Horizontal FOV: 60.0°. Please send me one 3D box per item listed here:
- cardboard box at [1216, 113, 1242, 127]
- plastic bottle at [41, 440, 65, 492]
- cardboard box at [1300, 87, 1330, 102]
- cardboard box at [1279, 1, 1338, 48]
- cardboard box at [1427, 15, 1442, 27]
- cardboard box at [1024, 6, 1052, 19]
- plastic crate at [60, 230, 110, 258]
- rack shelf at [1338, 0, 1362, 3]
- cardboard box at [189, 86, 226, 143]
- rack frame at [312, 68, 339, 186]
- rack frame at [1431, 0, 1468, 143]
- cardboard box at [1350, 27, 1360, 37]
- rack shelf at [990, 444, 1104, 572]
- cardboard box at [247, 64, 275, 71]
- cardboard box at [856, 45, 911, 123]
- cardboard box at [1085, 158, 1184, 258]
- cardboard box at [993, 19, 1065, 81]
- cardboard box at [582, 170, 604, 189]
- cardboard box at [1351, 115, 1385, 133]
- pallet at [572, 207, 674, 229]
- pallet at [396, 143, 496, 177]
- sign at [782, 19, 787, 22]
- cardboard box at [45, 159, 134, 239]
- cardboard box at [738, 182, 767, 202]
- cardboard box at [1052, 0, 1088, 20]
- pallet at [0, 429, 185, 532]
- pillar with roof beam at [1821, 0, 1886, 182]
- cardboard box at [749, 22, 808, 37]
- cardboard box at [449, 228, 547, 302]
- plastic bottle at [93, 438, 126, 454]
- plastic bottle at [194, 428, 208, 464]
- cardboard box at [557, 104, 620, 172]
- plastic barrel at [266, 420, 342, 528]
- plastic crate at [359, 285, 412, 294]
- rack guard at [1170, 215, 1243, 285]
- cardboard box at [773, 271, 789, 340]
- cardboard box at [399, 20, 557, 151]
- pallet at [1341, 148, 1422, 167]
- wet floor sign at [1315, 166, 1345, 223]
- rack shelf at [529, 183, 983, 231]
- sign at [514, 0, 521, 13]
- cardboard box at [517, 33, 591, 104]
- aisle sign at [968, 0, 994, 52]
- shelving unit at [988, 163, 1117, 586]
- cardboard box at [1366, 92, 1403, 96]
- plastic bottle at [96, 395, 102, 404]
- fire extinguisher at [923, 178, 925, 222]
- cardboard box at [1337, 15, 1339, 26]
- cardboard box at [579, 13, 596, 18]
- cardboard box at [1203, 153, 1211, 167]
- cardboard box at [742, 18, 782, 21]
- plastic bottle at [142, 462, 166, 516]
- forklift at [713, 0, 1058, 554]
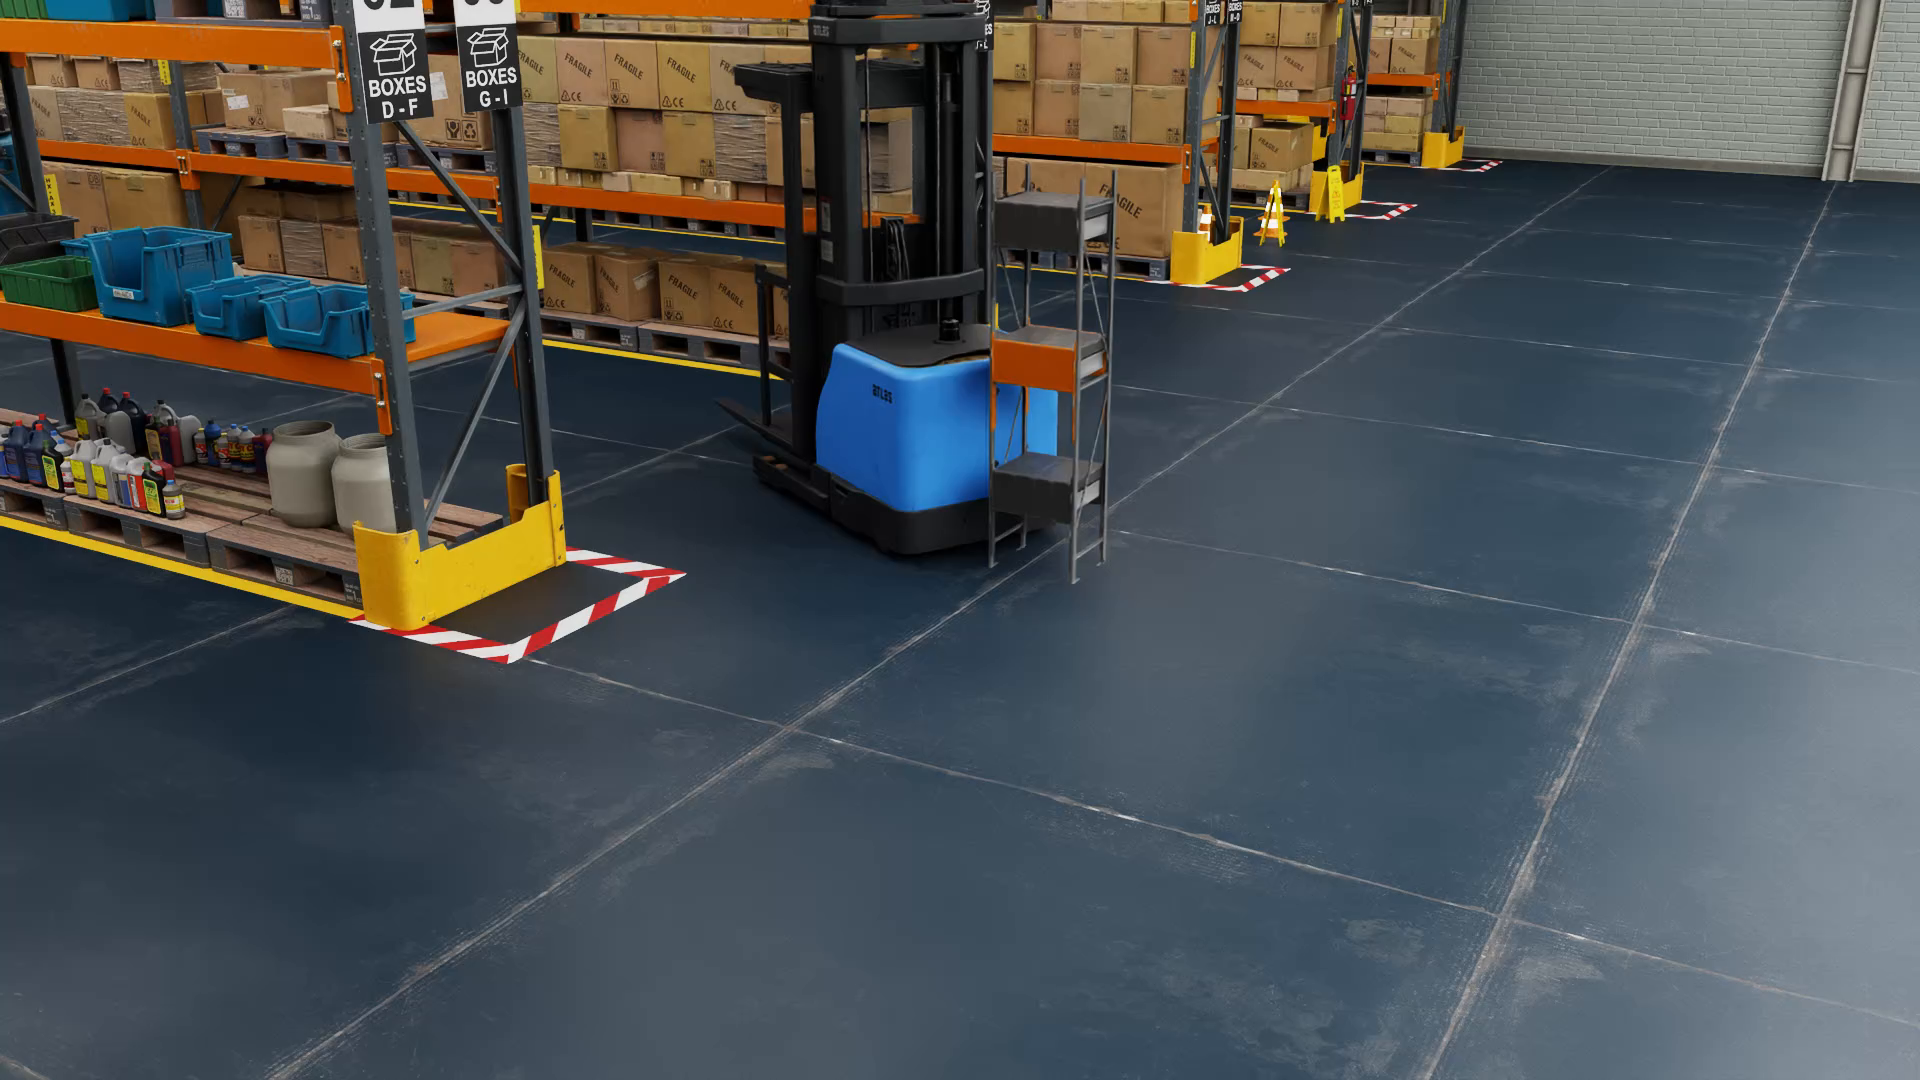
[{"bbox_3d":[3.387,-5.287,20.906,0.250,0.149,0.380,11,23,28],"label":"cardboard box"},{"bbox_3d":[-5.165,-0.426,9.480,0.133,0.283,0.061,12,23,30],"label":"plastic bottle"},{"bbox_3d":[4.354,-5.465,20.401,0.250,0.149,0.380,12,23,29],"label":"cardboard box"},{"bbox_3d":[4.232,-6.262,20.179,0.500,0.500,0.700,10,22,26],"label":"cardboard box"},{"bbox_3d":[7.013,-7.674,24.589,0.250,0.149,0.380,10,22,26],"label":"cardboard box"},{"bbox_3d":[1.055,-7.123,22.452,0.250,0.149,0.380,11,23,27],"label":"cardboard box"},{"bbox_3d":[-4.857,-1.652,9.739,0.616,0.251,0.499,11,23,27],"label":"plastic crate"},{"bbox_3d":[3.039,-6.989,20.891,4.000,0.370,1.077,11,23,27],"label":"rack shelf"},{"bbox_3d":[-7.324,-4.174,16.326,0.500,0.500,0.500,12,23,29],"label":"cardboard box"},{"bbox_3d":[-8.017,-6.090,21.755,0.127,3.000,1.000,11,23,27],"label":"rack frame"},{"bbox_3d":[7.202,-7.063,24.438,0.127,3.000,1.000,11,23,27],"label":"rack frame"},{"bbox_3d":[5.862,-7.559,24.708,0.250,0.149,0.380,10,22,26],"label":"cardboard box"},{"bbox_3d":[0.470,-0.176,8.865,0.480,0.518,0.431,11,23,28],"label":"rack shelf"},{"bbox_3d":[-9.030,-6.360,21.917,0.500,0.500,0.500,10,22,26],"label":"cardboard box"},{"bbox_3d":[-0.649,-3.309,12.041,0.500,0.500,0.500,11,23,27],"label":"cardboard box"},{"bbox_3d":[1.835,-3.386,16.801,0.875,0.875,0.875,11,23,28],"label":"cardboard box"},{"bbox_3d":[0.680,-4.993,16.927,0.500,0.550,0.875,11,23,27],"label":"cardboard box"},{"bbox_3d":[-2.833,-2.939,13.437,0.250,0.149,0.380,11,23,27],"label":"cardboard box"},{"bbox_3d":[6.192,-6.278,24.955,0.500,0.250,0.500,11,22,27],"label":"cardboard box"},{"bbox_3d":[-3.874,-3.961,19.974,1.213,0.211,1.003,11,23,27],"label":"pallet"},{"bbox_3d":[-4.137,-3.380,14.566,1.213,0.211,1.003,11,23,27],"label":"pallet"},{"bbox_3d":[-2.467,-7.294,23.376,0.005,0.325,0.100,11,23,27],"label":"sign"},{"bbox_3d":[-8.399,-3.435,16.936,0.875,0.875,1.225,11,23,27],"label":"cardboard box"},{"bbox_3d":[-1.497,-2.706,12.793,0.250,0.149,0.380,11,23,27],"label":"cardboard box"},{"bbox_3d":[1.571,-6.769,21.579,0.500,0.500,0.700,11,22,27],"label":"cardboard box"},{"bbox_3d":[-5.390,-0.390,10.132,1.213,0.211,1.003,11,23,27],"label":"pallet"},{"bbox_3d":[10.173,-7.988,18.190,0.400,9.000,9.100,11,23,27],"label":"pillar with roof beam"},{"bbox_3d":[-1.920,-5.442,18.357,0.500,0.500,0.700,10,22,26],"label":"cardboard box"},{"bbox_3d":[-4.066,-2.440,14.714,0.500,0.500,0.700,9,22,23],"label":"cardboard box"},{"bbox_3d":[-4.867,-0.440,9.529,0.135,0.276,0.152,11,23,27],"label":"plastic bottle"},{"bbox_3d":[-4.547,-0.570,9.997,0.097,0.201,0.097,0,20,0],"label":"plastic bottle"},{"bbox_3d":[-2.758,-3.300,13.481,0.500,0.500,0.875,11,23,27],"label":"cardboard box"},{"bbox_3d":[-3.513,-0.358,8.986,0.421,0.512,0.421,0,20,0],"label":"plastic barrel"},{"bbox_3d":[-3.088,-1.281,8.884,0.250,0.136,0.298,11,23,27],"label":"plastic crate"},{"bbox_3d":[2.480,-2.915,16.669,0.348,0.500,1.175,11,23,27],"label":"rack guard"},{"bbox_3d":[-1.124,-1.855,13.130,0.500,0.500,0.500,18,27,41],"label":"cardboard box"},{"bbox_3d":[-4.166,-3.953,14.369,1.000,1.000,1.000,11,23,28],"label":"cardboard box"},{"bbox_3d":[6.514,-5.867,25.230,1.213,0.211,1.003,11,23,27],"label":"pallet"},{"bbox_3d":[4.429,-4.128,19.799,0.267,0.644,0.232,-16,26,-38],"label":"wet floor sign"},{"bbox_3d":[-1.794,-2.629,13.269,4.000,0.370,1.077,11,23,27],"label":"rack shelf"},{"bbox_3d":[-2.192,-2.738,8.101,0.005,0.325,0.100,11,23,27],"label":"sign"},{"bbox_3d":[-3.271,-3.806,13.410,0.500,0.500,0.500,11,23,27],"label":"cardboard box"},{"bbox_3d":[0.152,-3.936,12.004,0.004,0.787,0.394,11,23,27],"label":"aisle sign"},{"bbox_3d":[0.470,-0.847,8.622,0.503,2.100,0.431,11,23,28],"label":"shelving unit"},{"bbox_3d":[6.437,-6.656,25.267,0.500,0.250,0.500,11,23,27],"label":"cardboard box"},{"bbox_3d":[-5.375,-0.774,10.437,0.133,0.283,0.061,12,23,30],"label":"plastic bottle"},{"bbox_3d":[-0.173,-2.442,11.812,0.183,0.674,0.296,11,23,27],"label":"fire extinguisher"},{"bbox_3d":[5.624,-7.734,24.754,0.250,0.149,0.380,11,23,28],"label":"cardboard box"},{"bbox_3d":[-5.448,-7.939,25.239,0.500,0.500,0.500,11,23,28],"label":"cardboard box"},{"bbox_3d":[3.064,-5.070,21.259,0.500,0.500,0.500,10,22,26],"label":"cardboard box"},{"bbox_3d":[-2.778,-7.440,23.865,0.500,0.500,0.500,10,22,26],"label":"cardboard box"},{"bbox_3d":[-4.392,-0.279,9.074,0.133,0.283,0.061,11,23,29],"label":"plastic bottle"},{"bbox_3d":[-0.629,-1.753,9.901,1.130,2.935,3.031,-11,23,-29],"label":"forklift"}]
